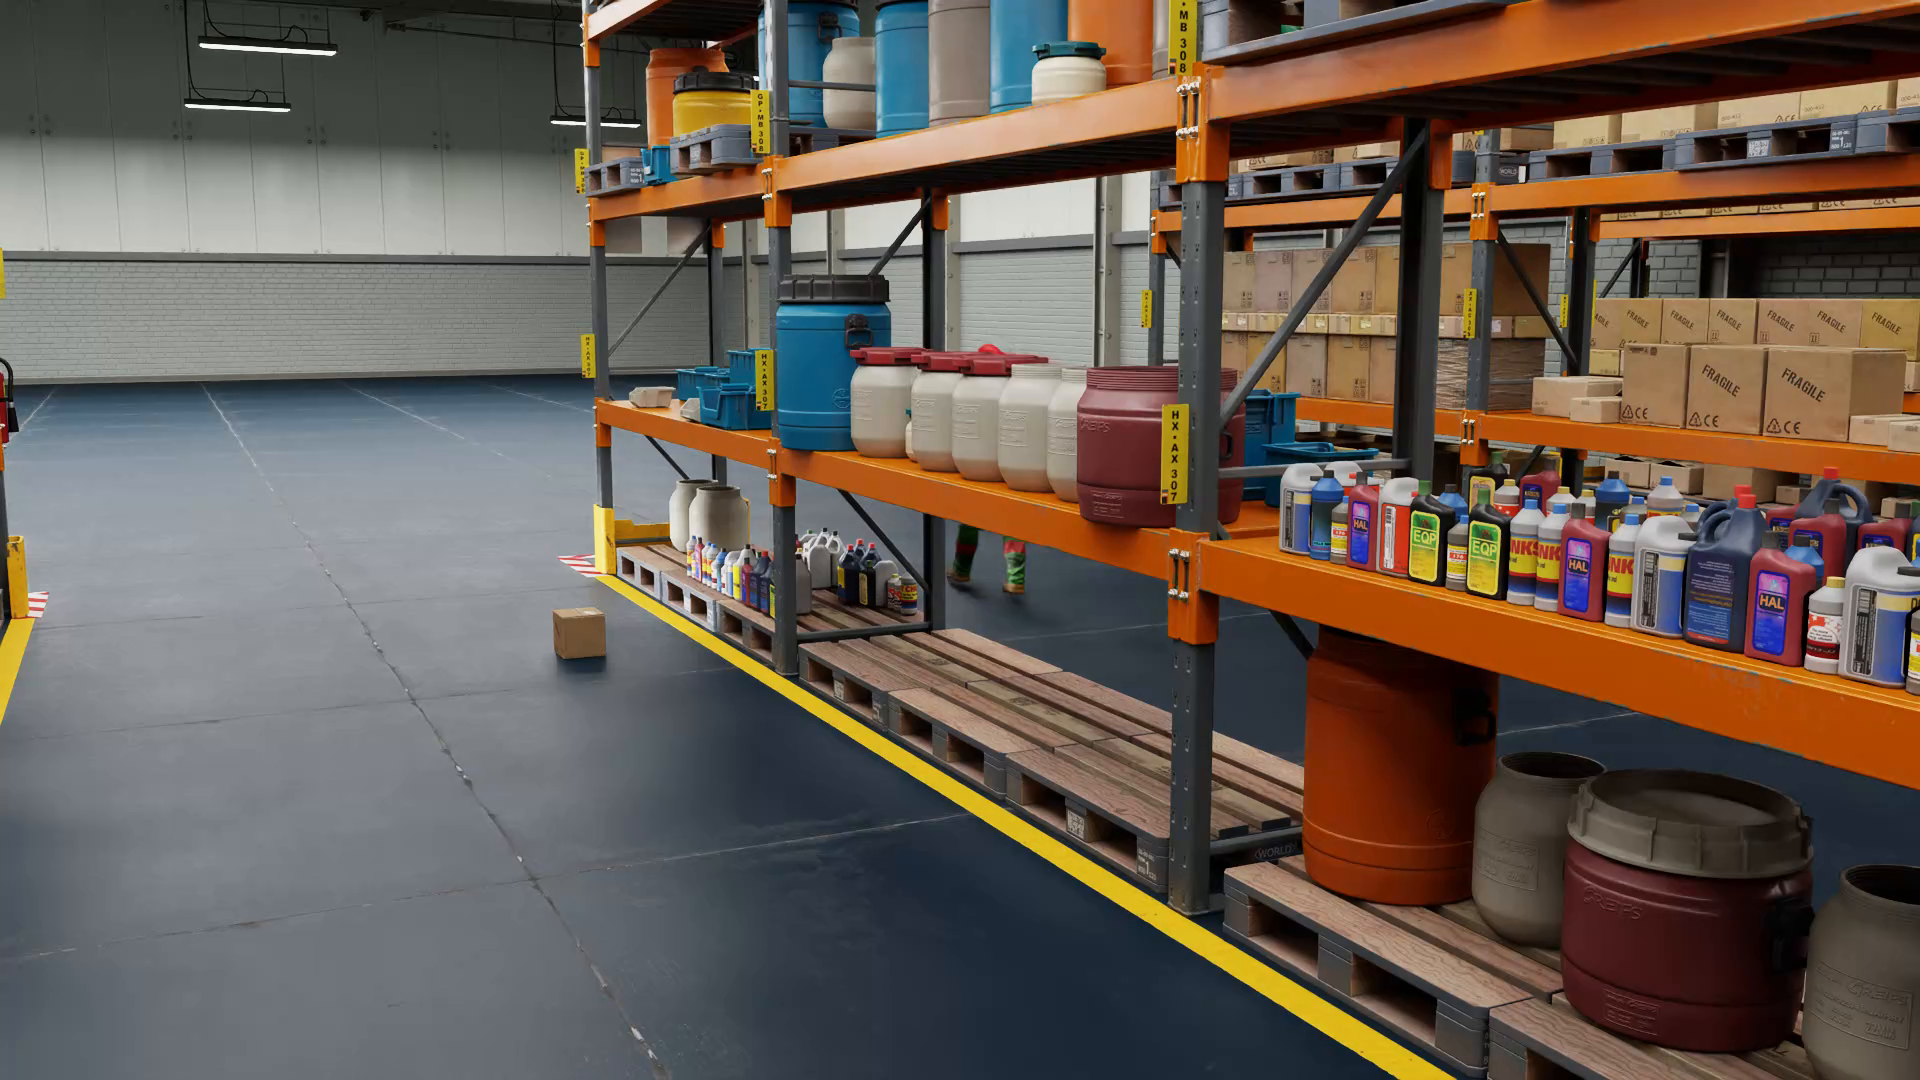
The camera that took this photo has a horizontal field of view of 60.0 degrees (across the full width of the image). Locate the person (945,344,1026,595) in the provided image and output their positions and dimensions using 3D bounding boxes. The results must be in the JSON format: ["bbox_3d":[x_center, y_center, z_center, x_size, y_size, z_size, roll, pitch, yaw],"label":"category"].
[{"bbox_3d":[0.197,-0.519,11.734,0.559,1.724,1.069,-3,9,-20],"label":"person"}]
